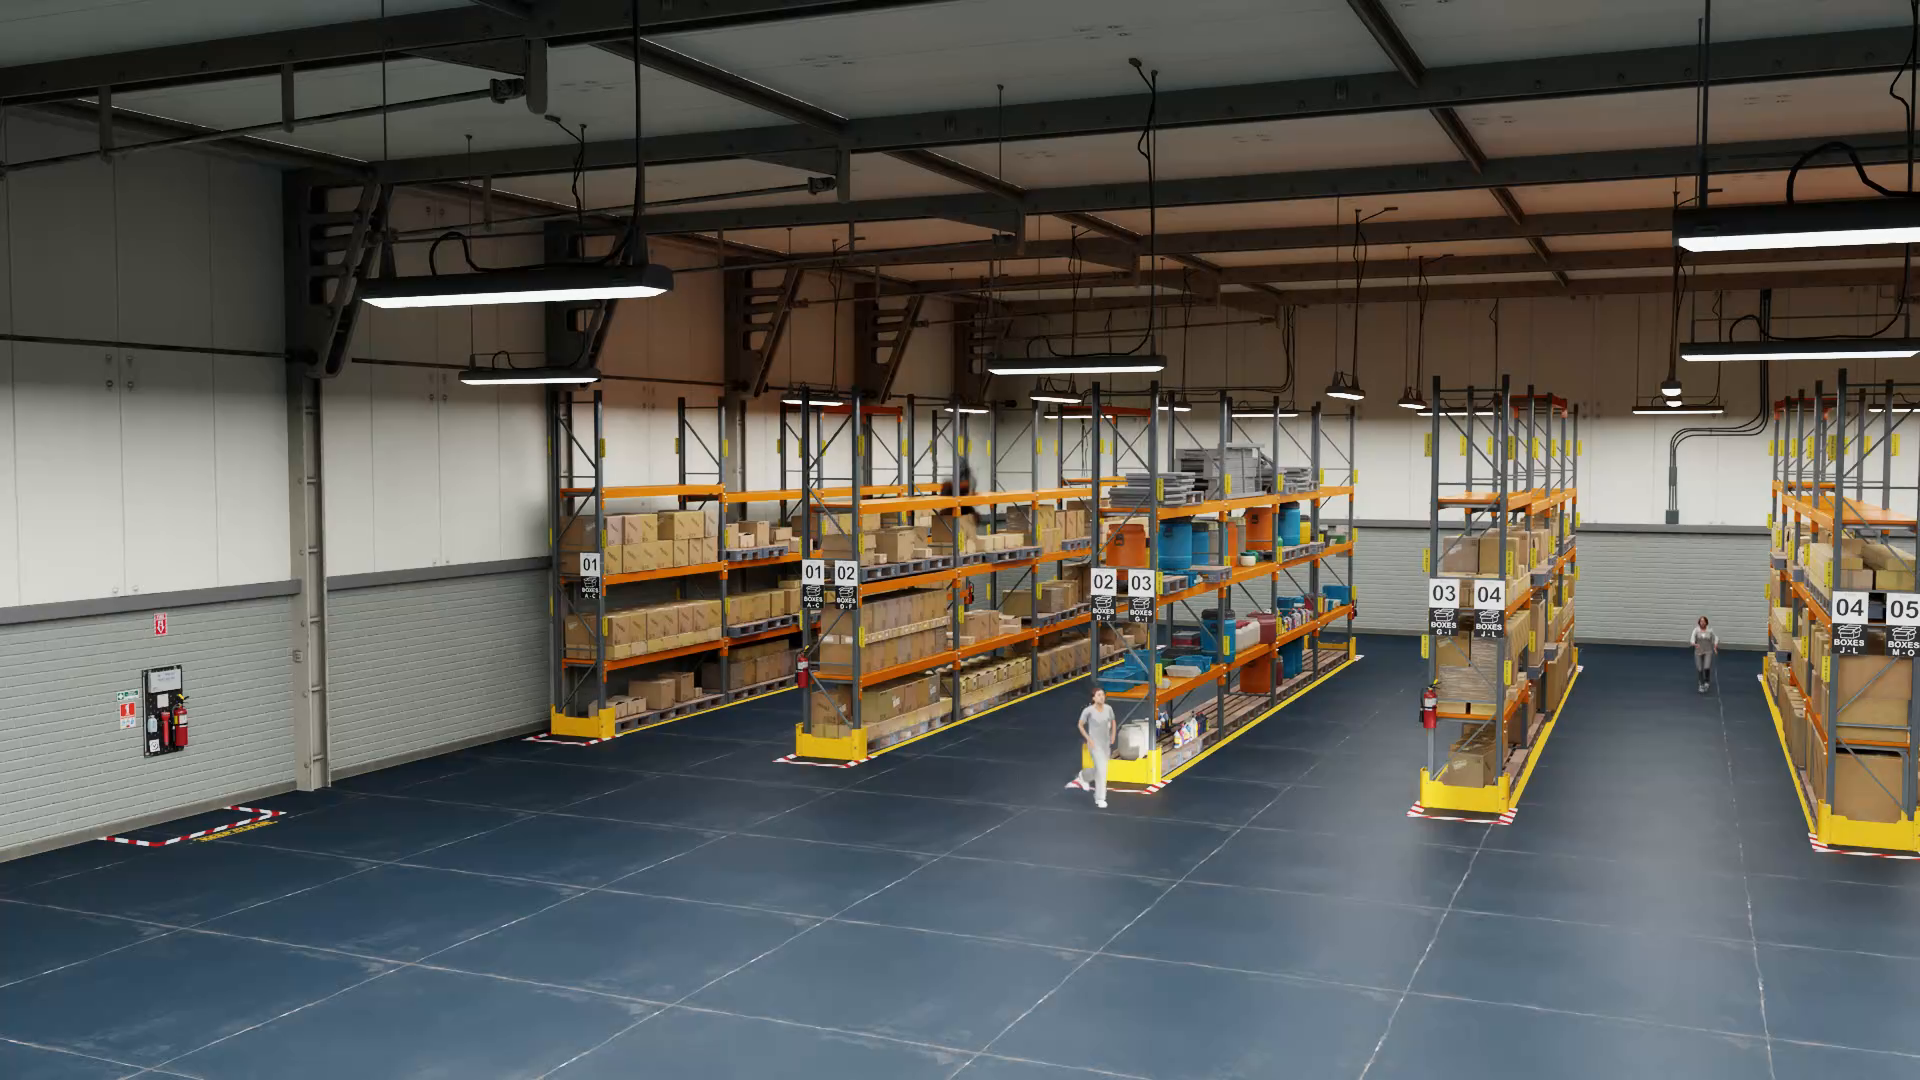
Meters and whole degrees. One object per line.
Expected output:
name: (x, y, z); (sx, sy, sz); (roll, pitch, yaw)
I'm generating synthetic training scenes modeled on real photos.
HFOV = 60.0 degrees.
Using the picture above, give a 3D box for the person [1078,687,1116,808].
person: (1.913, 2.886, 23.450); (0.582, 1.662, 0.742); (-2, 4, -27)

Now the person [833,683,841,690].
person: (-2.173, 2.372, 31.503); (0.666, 1.847, 0.937); (1, 3, 10)

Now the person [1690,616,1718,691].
person: (15.184, 2.332, 33.952); (0.508, 1.560, 0.694); (2, 4, 28)
